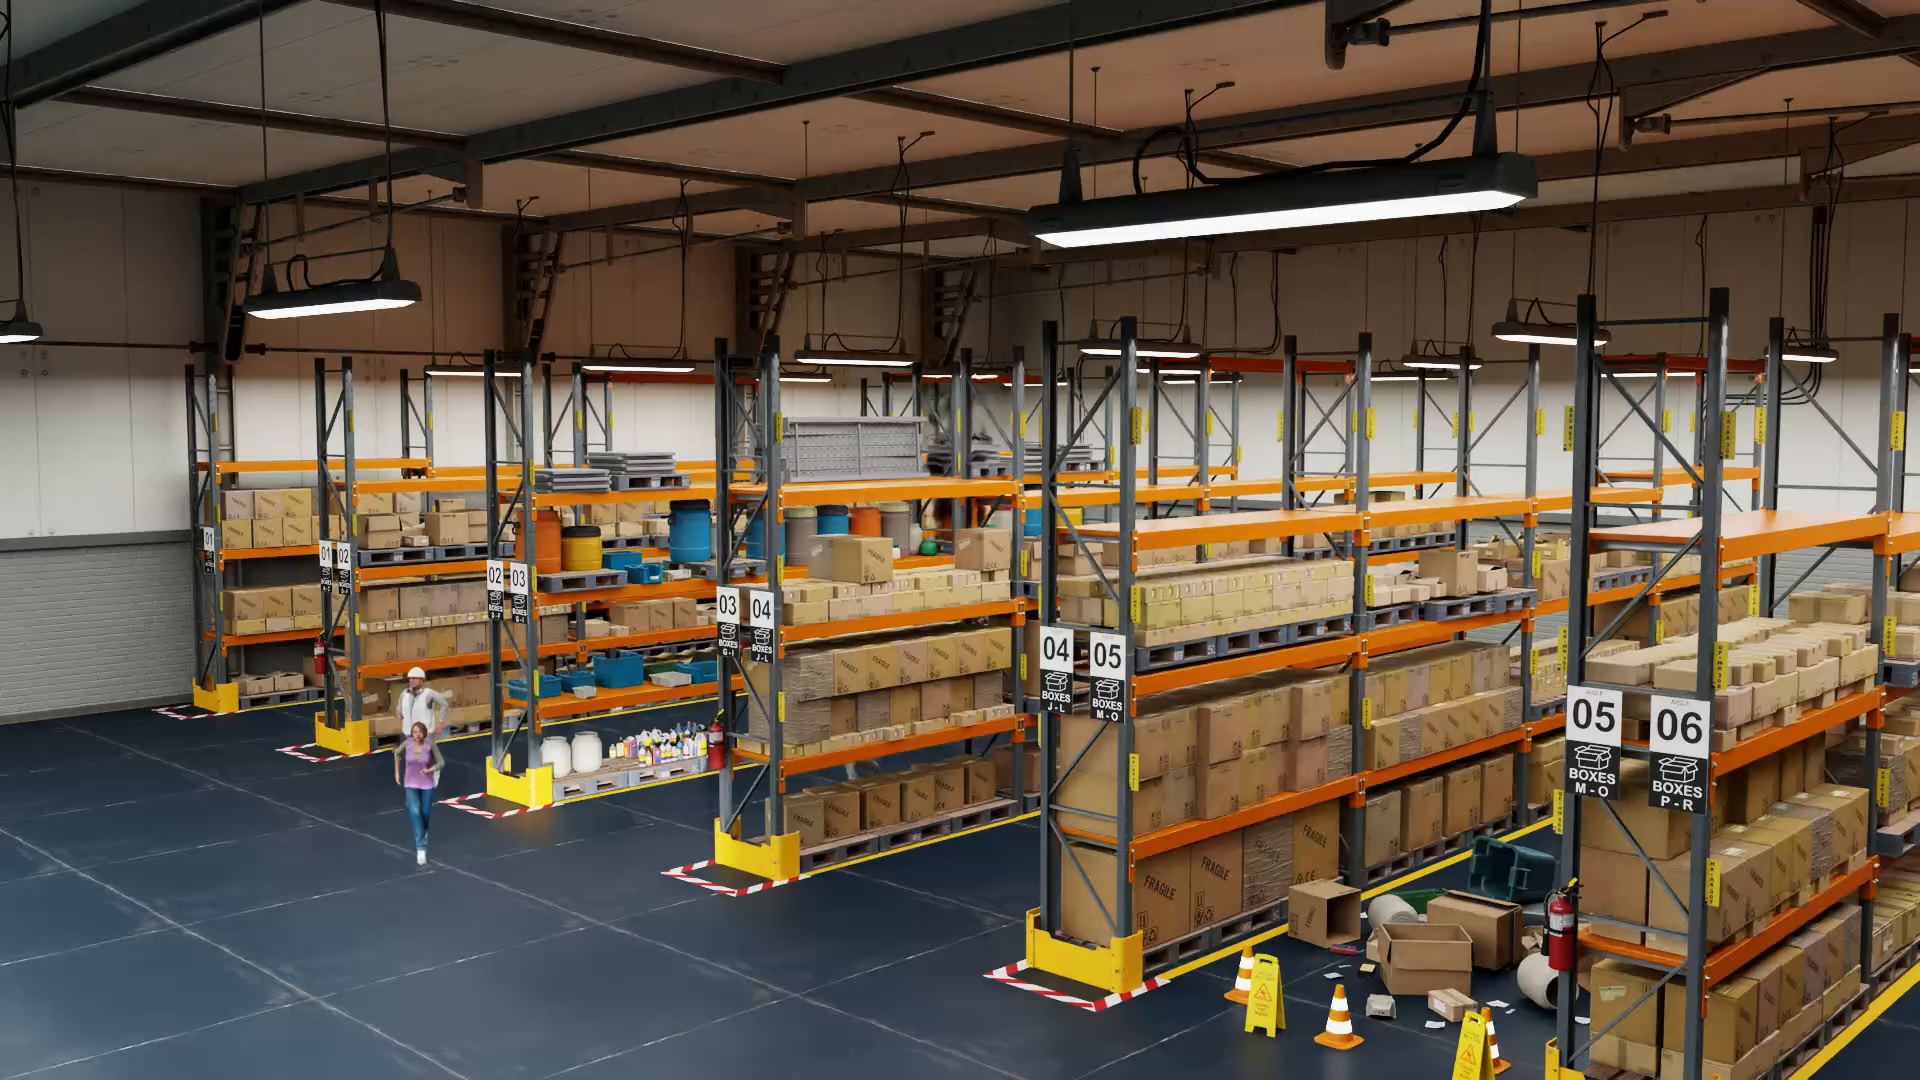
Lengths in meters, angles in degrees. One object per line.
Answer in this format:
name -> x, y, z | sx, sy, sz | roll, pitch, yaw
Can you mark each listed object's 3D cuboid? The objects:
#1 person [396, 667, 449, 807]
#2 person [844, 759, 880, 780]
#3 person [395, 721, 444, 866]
person -> -7.225, 2.581, 22.244 | 0.692, 1.785, 0.927 | 1, 5, 16
person -> -1.408, 2.614, 22.770 | 0.614, 1.626, 0.578 | 3, 5, 31
person -> -6.281, 2.889, 19.348 | 0.556, 1.618, 0.882 | -1, 5, -15
